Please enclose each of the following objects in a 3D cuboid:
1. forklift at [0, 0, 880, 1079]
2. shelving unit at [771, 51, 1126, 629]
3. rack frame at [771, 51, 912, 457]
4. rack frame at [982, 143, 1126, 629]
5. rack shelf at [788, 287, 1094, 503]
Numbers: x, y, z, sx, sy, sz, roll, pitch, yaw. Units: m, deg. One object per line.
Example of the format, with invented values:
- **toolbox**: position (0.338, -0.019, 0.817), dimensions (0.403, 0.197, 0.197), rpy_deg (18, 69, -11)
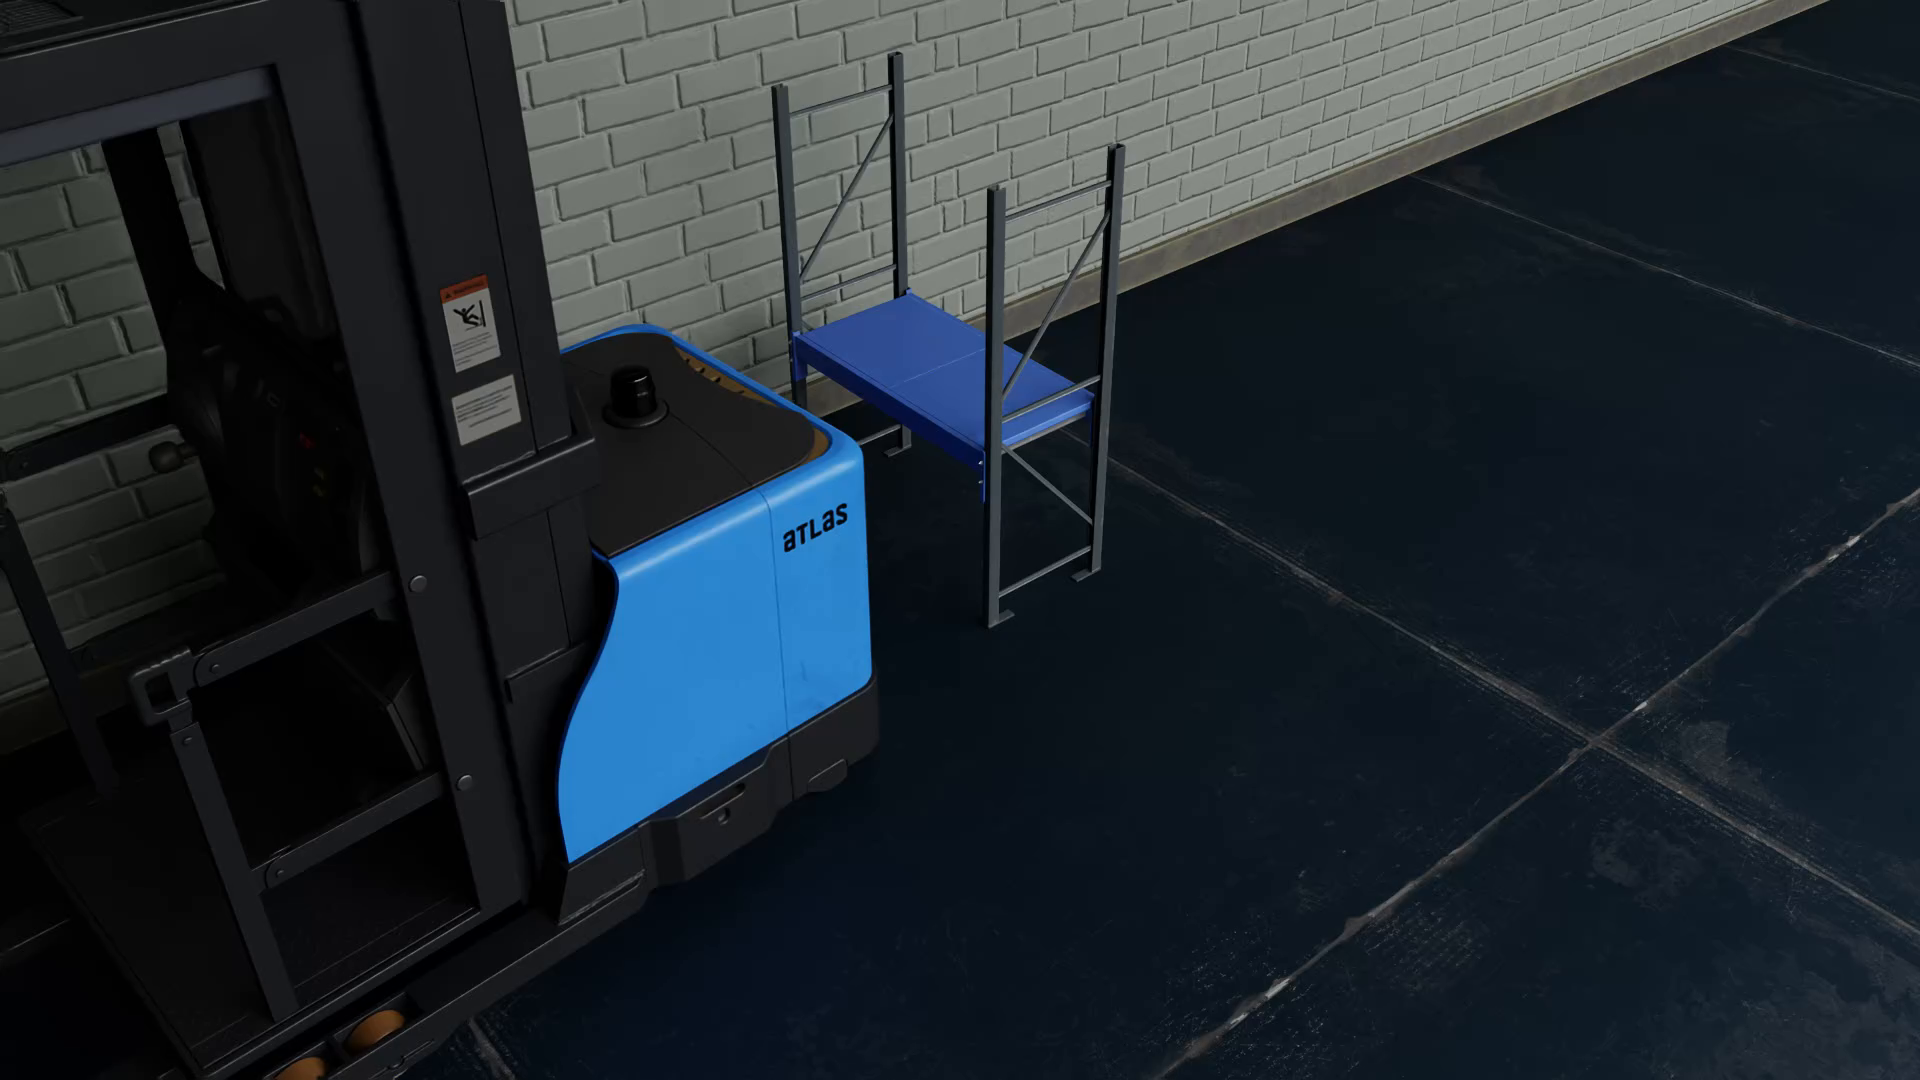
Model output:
- **forklift**: position (-1.643, -0.176, 3.463), dimensions (3.031, 2.935, 1.130), rpy_deg (-29, 45, -35)
- **shelving unit**: position (-0.055, -0.650, 5.370), dimensions (0.538, 1.500, 1.048), rpy_deg (-26, 43, -32)
- **rack frame**: position (-0.383, -0.874, 5.687), dimensions (0.500, 1.500, 0.032), rpy_deg (-26, 43, -32)
- **rack frame**: position (0.273, -0.425, 5.053), dimensions (0.500, 1.500, 0.032), rpy_deg (-26, 43, -32)
- **rack shelf**: position (-0.055, -0.503, 5.474), dimensions (0.538, 0.185, 1.000), rpy_deg (-26, 43, -32)
